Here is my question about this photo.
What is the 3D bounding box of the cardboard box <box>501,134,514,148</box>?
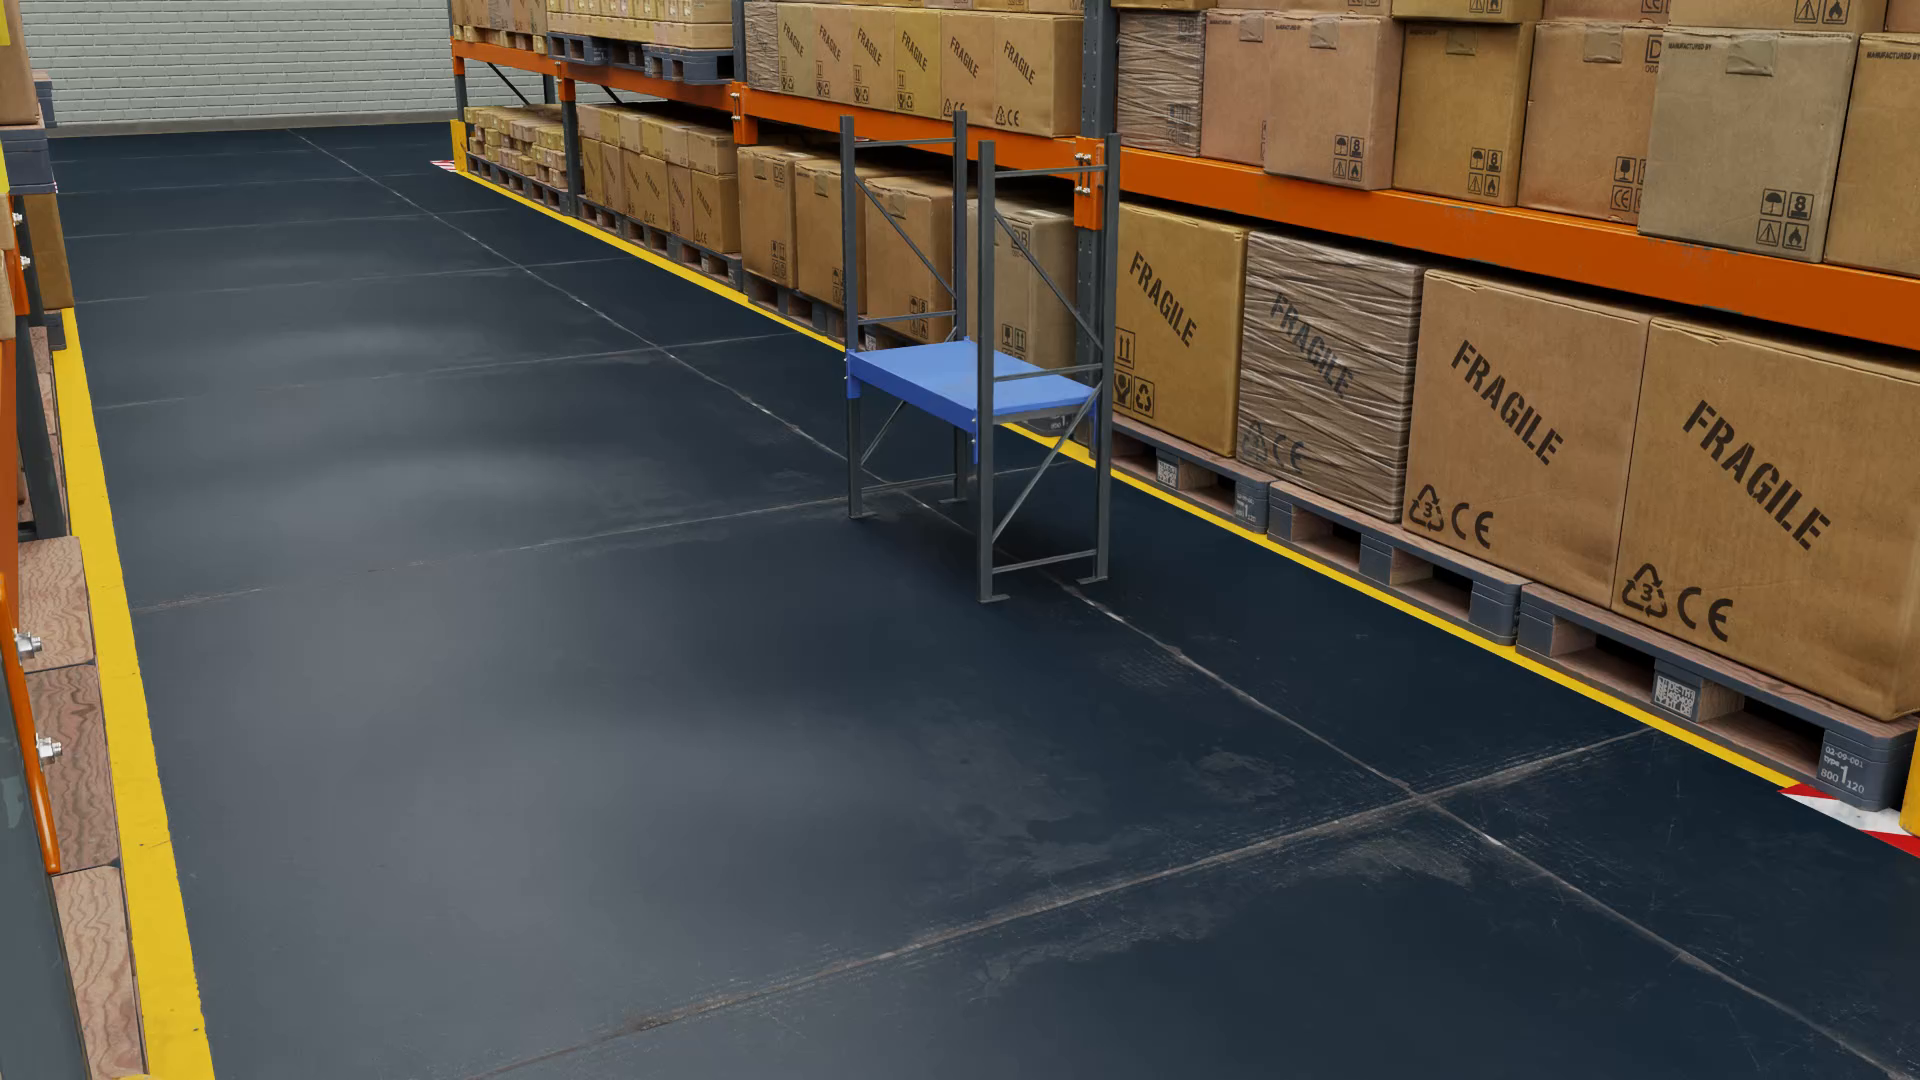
[{"bbox_3d":[-4.193,-3.864,16.002,0.380,0.149,0.250,-11,22,-29],"label":"cardboard box"}]

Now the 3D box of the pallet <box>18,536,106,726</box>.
[{"bbox_3d":[-3.091,0.331,4.848,1.003,0.211,1.213,-10,21,-27],"label":"pallet"}]

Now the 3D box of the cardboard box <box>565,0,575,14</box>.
[{"bbox_3d":[-2.797,-4.098,12.695,0.380,0.149,0.250,-9,21,-25],"label":"cardboard box"}]

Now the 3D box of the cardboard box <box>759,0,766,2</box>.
[{"bbox_3d":[-1.111,-3.530,11.047,0.380,0.149,0.250,-9,21,-24],"label":"cardboard box"}]

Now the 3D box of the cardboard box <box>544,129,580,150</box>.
[{"bbox_3d":[-3.382,-3.471,14.408,0.380,0.149,0.250,-10,21,-26],"label":"cardboard box"}]

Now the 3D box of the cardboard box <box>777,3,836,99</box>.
[{"bbox_3d":[-0.708,-2.793,9.474,0.500,0.500,0.500,-10,22,-27],"label":"cardboard box"}]

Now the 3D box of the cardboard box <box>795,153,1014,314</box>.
[{"bbox_3d":[-0.300,-1.758,9.432,1.050,0.750,0.750,-10,21,-26],"label":"cardboard box"}]

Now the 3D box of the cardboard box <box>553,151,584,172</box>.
[{"bbox_3d":[-3.257,-3.243,14.202,0.380,0.149,0.250,-10,21,-26],"label":"cardboard box"}]

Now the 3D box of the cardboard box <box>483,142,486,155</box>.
[{"bbox_3d":[-4.563,-3.947,16.698,0.380,0.149,0.250,-10,21,-27],"label":"cardboard box"}]

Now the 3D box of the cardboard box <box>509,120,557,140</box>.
[{"bbox_3d":[-3.909,-3.767,15.265,0.380,0.149,0.250,-11,22,-29],"label":"cardboard box"}]

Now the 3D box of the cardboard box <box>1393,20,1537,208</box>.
[{"bbox_3d":[1.931,-1.416,5.407,0.875,0.550,0.500,-10,21,-27],"label":"cardboard box"}]

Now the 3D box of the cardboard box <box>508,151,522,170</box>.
[{"bbox_3d":[-4.013,-3.567,15.598,0.380,0.149,0.250,-10,21,-27],"label":"cardboard box"}]

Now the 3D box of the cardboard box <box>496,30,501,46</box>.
[{"bbox_3d":[-4.076,-4.656,15.411,0.380,0.149,0.250,-9,21,-25],"label":"cardboard box"}]

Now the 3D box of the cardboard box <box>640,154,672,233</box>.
[{"bbox_3d":[-1.979,-2.526,12.042,0.500,0.500,0.500,-11,22,-29],"label":"cardboard box"}]

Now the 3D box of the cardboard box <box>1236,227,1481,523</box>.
[{"bbox_3d":[1.640,-0.658,6.054,0.875,0.875,0.875,-10,21,-26],"label":"cardboard box"}]

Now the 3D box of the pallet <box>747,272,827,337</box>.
[{"bbox_3d":[-0.620,-1.506,10.172,1.003,0.211,1.213,-10,21,-27],"label":"pallet"}]

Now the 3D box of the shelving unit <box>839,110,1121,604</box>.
[{"bbox_3d":[0.041,-0.684,5.816,0.538,1.500,1.048,-10,21,-27],"label":"shelving unit"}]

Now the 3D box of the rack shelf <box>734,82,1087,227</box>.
[{"bbox_3d":[0.022,-2.148,8.860,1.077,0.370,4.000,-10,21,-27],"label":"rack shelf"}]

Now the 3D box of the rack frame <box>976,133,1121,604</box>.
[{"bbox_3d":[0.282,-0.539,5.393,0.500,1.500,0.032,-10,21,-27],"label":"rack frame"}]

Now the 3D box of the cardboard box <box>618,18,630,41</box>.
[{"bbox_3d":[-2.171,-3.581,11.652,0.380,0.149,0.250,-9,21,-25],"label":"cardboard box"}]

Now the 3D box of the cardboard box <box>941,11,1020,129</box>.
[{"bbox_3d":[0.249,-2.214,7.797,0.500,0.500,0.500,-10,22,-27],"label":"cardboard box"}]

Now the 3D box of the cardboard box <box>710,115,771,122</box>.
[{"bbox_3d":[-1.507,-2.958,12.145,0.500,0.250,0.500,-10,21,-26],"label":"cardboard box"}]

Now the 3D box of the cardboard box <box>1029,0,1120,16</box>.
[{"bbox_3d":[0.731,-2.575,7.310,0.700,0.500,0.500,-10,22,-28],"label":"cardboard box"}]

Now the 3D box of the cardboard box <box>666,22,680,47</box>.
[{"bbox_3d":[-1.683,-3.284,10.790,0.380,0.149,0.250,-10,21,-27],"label":"cardboard box"}]

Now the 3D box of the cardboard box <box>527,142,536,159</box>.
[{"bbox_3d":[-3.710,-3.550,15.092,0.380,0.149,0.250,-9,21,-25],"label":"cardboard box"}]

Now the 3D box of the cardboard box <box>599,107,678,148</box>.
[{"bbox_3d":[-2.454,-3.176,12.776,0.500,0.250,0.500,-9,21,-25],"label":"cardboard box"}]

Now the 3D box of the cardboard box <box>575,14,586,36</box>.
[{"bbox_3d":[-2.675,-3.882,12.525,0.380,0.149,0.250,-10,21,-26],"label":"cardboard box"}]

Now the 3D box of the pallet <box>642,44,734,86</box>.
[{"bbox_3d":[-1.360,-3.159,10.983,1.213,0.211,1.003,-10,21,-27],"label":"pallet"}]

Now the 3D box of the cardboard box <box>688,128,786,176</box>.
[{"bbox_3d":[-1.483,-2.589,11.075,0.500,0.250,0.500,-11,22,-28],"label":"cardboard box"}]

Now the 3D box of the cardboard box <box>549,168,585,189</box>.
[{"bbox_3d":[-3.313,-3.121,14.304,0.380,0.149,0.250,-10,21,-26],"label":"cardboard box"}]

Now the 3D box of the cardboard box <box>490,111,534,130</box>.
[{"bbox_3d":[-4.343,-4.077,16.161,0.380,0.149,0.250,-11,22,-29],"label":"cardboard box"}]

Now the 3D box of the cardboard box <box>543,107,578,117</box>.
[{"bbox_3d":[-3.949,-4.242,16.642,0.380,0.149,0.250,-11,22,-28],"label":"cardboard box"}]

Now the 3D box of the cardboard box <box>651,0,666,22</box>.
[{"bbox_3d":[-1.819,-3.505,10.976,0.380,0.149,0.250,-9,21,-25],"label":"cardboard box"}]

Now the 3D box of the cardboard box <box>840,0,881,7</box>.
[{"bbox_3d":[-0.237,-3.160,9.003,0.700,0.500,0.500,-10,22,-27],"label":"cardboard box"}]

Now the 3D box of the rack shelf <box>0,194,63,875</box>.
[{"bbox_3d":[-2.492,-0.260,3.390,1.077,0.370,4.000,-10,21,-27],"label":"rack shelf"}]

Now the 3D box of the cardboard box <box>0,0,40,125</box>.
[{"bbox_3d":[-3.696,-1.906,5.494,1.000,1.000,1.000,-10,21,-26],"label":"cardboard box"}]

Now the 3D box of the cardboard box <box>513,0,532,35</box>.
[{"bbox_3d":[-3.551,-4.642,14.378,0.500,0.500,0.500,-11,22,-28],"label":"cardboard box"}]

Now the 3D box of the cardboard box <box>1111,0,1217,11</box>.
[{"bbox_3d":[1.117,-2.384,6.556,0.875,0.550,0.550,-10,21,-27],"label":"cardboard box"}]

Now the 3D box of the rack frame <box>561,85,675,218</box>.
[{"bbox_3d":[-2.827,-4.210,13.734,1.000,3.000,0.127,-10,21,-27],"label":"rack frame"}]

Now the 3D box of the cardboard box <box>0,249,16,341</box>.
[{"bbox_3d":[-2.094,-0.472,3.285,0.380,0.149,0.250,-10,21,-27],"label":"cardboard box"}]

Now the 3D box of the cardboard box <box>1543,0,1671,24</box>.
[{"bbox_3d":[2.240,-1.785,4.820,0.875,0.550,0.550,-10,21,-27],"label":"cardboard box"}]

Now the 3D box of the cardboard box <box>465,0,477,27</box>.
[{"bbox_3d":[-4.480,-5.225,16.066,0.500,0.500,0.500,-10,21,-27],"label":"cardboard box"}]

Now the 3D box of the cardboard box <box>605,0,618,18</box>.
[{"bbox_3d":[-2.300,-3.798,11.824,0.380,0.149,0.250,-10,22,-28],"label":"cardboard box"}]

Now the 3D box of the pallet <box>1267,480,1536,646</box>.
[{"bbox_3d":[1.847,-0.014,5.850,1.003,0.211,1.213,-10,21,-27],"label":"pallet"}]

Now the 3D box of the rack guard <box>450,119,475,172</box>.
[{"bbox_3d":[-4.691,-4.155,17.406,1.175,0.500,0.348,-10,21,-27],"label":"rack guard"}]

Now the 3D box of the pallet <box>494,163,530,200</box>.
[{"bbox_3d":[-3.761,-3.430,15.748,1.003,0.211,1.213,-10,21,-27],"label":"pallet"}]

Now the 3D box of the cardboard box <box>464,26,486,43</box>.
[{"bbox_3d":[-4.623,-4.944,16.245,0.380,0.149,0.250,-11,22,-28],"label":"cardboard box"}]

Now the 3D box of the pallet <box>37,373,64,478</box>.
[{"bbox_3d":[-4.396,-0.430,7.055,1.003,0.211,1.213,-10,21,-27],"label":"pallet"}]

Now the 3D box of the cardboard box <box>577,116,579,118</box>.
[{"bbox_3d":[-3.528,-3.926,15.725,0.380,0.149,0.250,-10,21,-26],"label":"cardboard box"}]
